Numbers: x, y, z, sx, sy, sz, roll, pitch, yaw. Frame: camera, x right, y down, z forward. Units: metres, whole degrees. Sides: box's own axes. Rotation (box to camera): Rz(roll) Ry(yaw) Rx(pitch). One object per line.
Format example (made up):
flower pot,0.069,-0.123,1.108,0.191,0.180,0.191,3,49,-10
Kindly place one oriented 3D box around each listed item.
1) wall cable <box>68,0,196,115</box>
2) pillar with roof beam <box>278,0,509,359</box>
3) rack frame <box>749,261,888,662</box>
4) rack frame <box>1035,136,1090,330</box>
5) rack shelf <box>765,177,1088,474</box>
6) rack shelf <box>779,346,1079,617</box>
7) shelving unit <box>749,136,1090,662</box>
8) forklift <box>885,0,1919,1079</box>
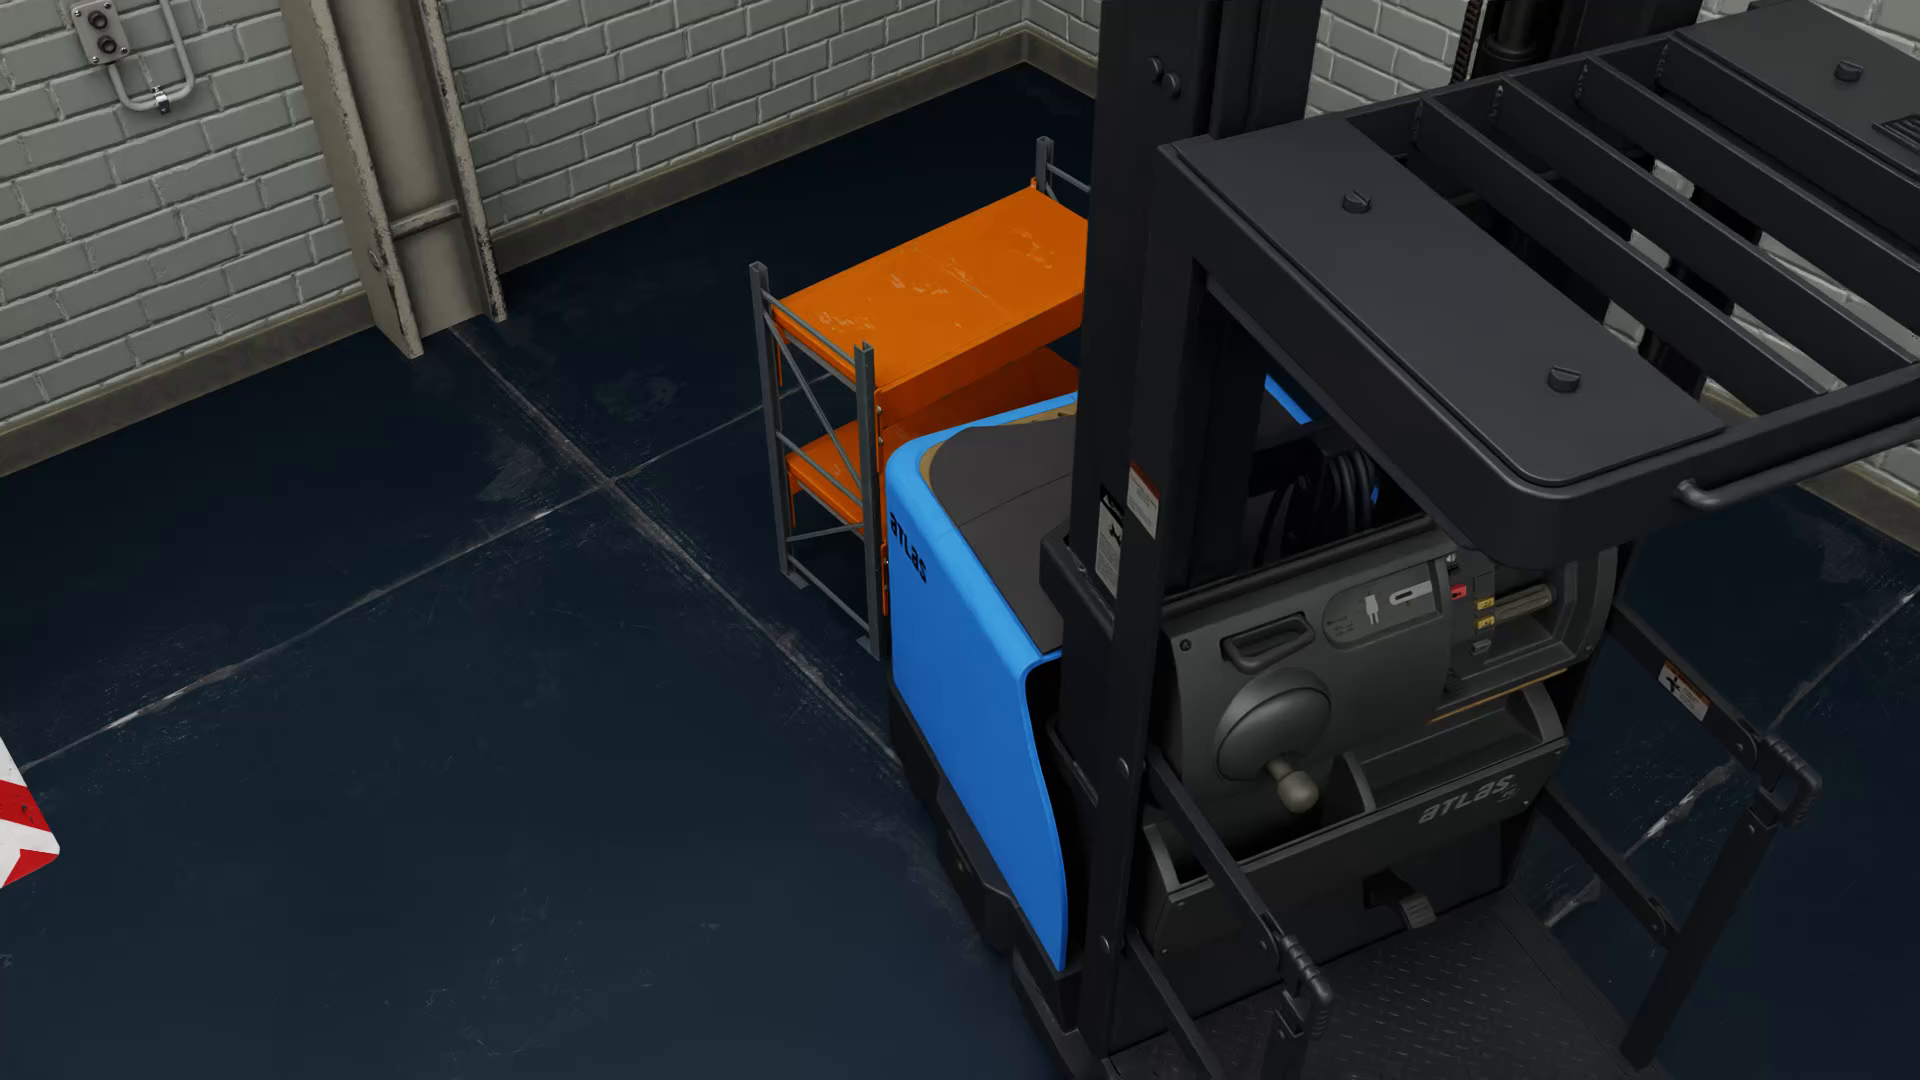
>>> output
wall cable,-3.050,-1.696,4.122,1.851,1.984,0.084,-30,51,-28
pillar with roof beam,0.853,-1.832,0.628,0.400,9.000,9.100,-30,51,-28
rack frame,-0.385,-0.190,4.630,0.032,1.125,0.500,-30,51,-28
rack frame,0.395,-0.636,5.106,0.032,1.125,0.500,-30,51,-28
rack shelf,0.005,-0.626,4.668,1.000,0.278,0.538,-30,51,-28
rack shelf,0.005,-0.235,5.035,1.000,0.278,0.538,-30,51,-28
shelving unit,0.005,-0.413,4.868,1.048,1.125,0.538,-30,51,-28
forklift,0.876,0.274,2.818,1.130,2.935,3.031,-17,46,-18
